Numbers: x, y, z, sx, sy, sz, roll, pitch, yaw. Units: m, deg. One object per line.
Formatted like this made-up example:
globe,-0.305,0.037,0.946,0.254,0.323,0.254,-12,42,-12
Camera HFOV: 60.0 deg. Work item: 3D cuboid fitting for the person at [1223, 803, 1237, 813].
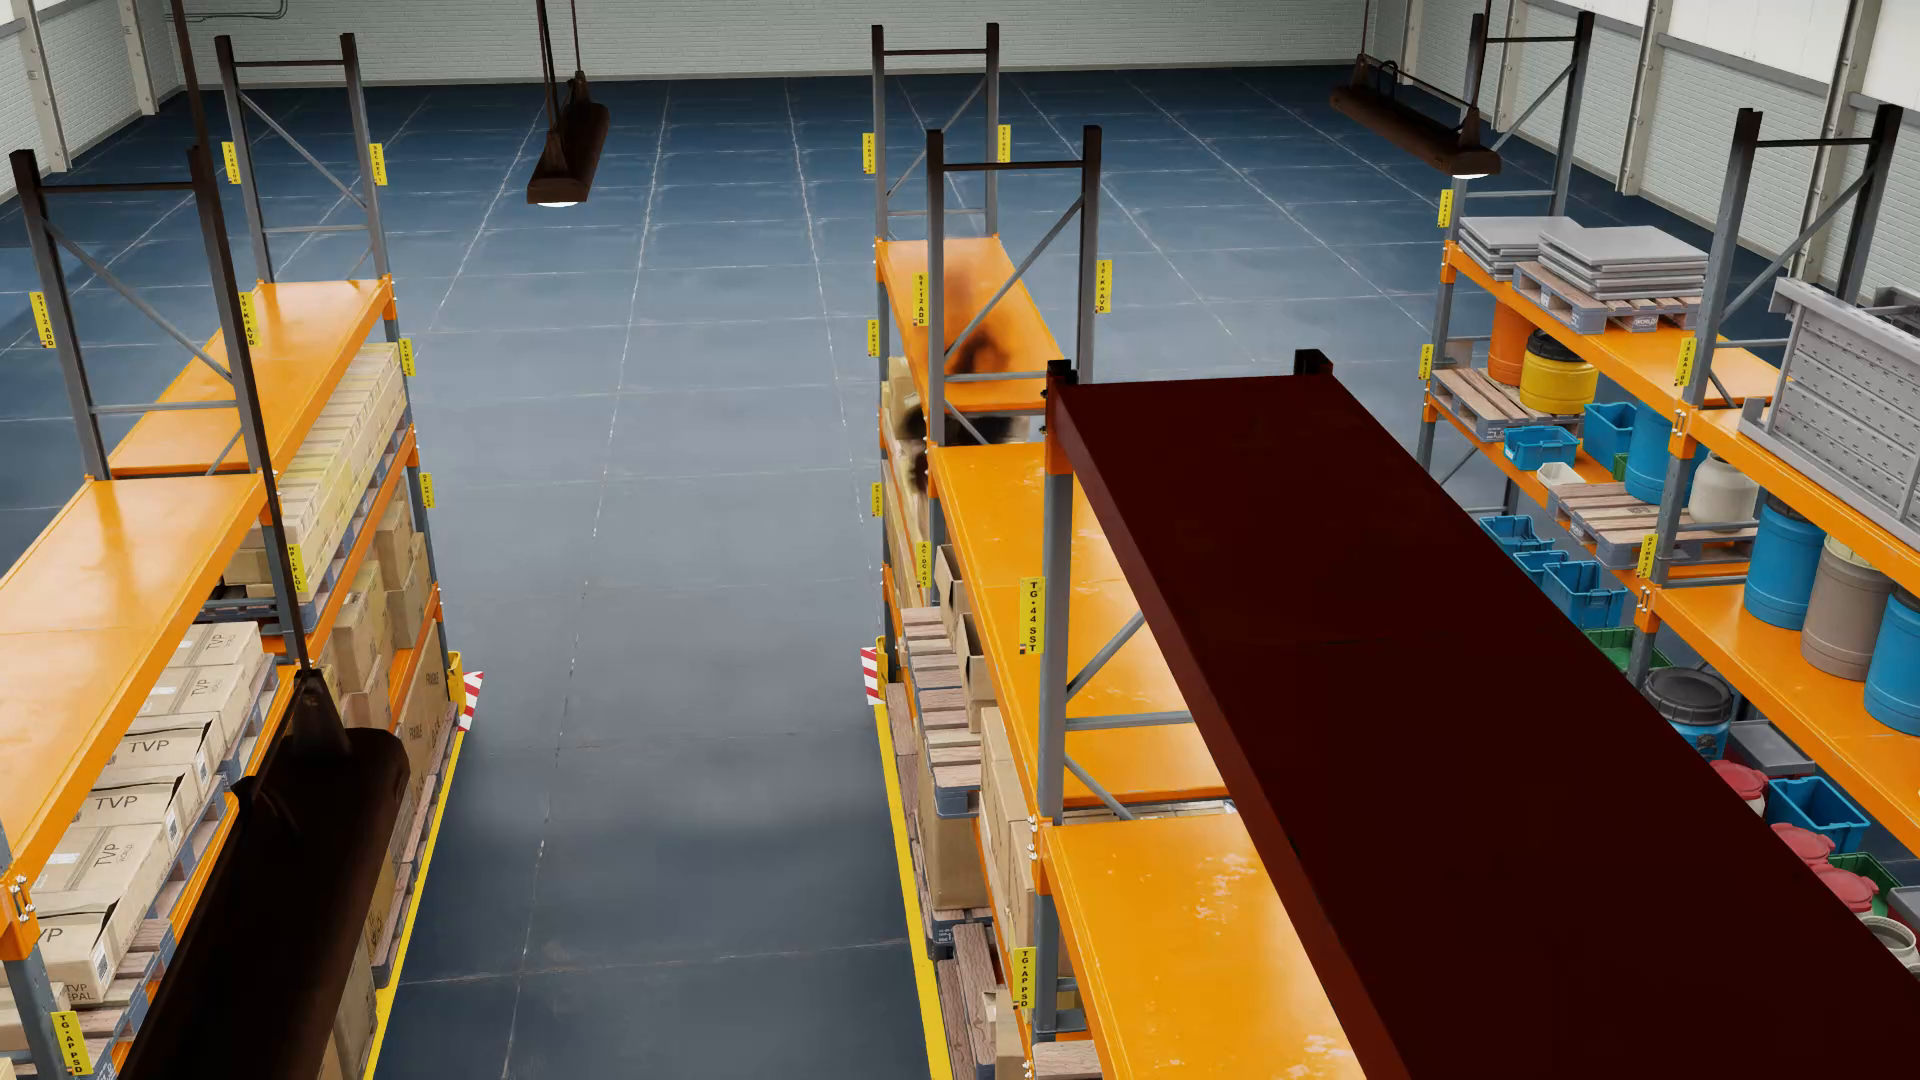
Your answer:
person,1.718,2.379,11.584,0.602,1.688,0.880,-6,26,-12
